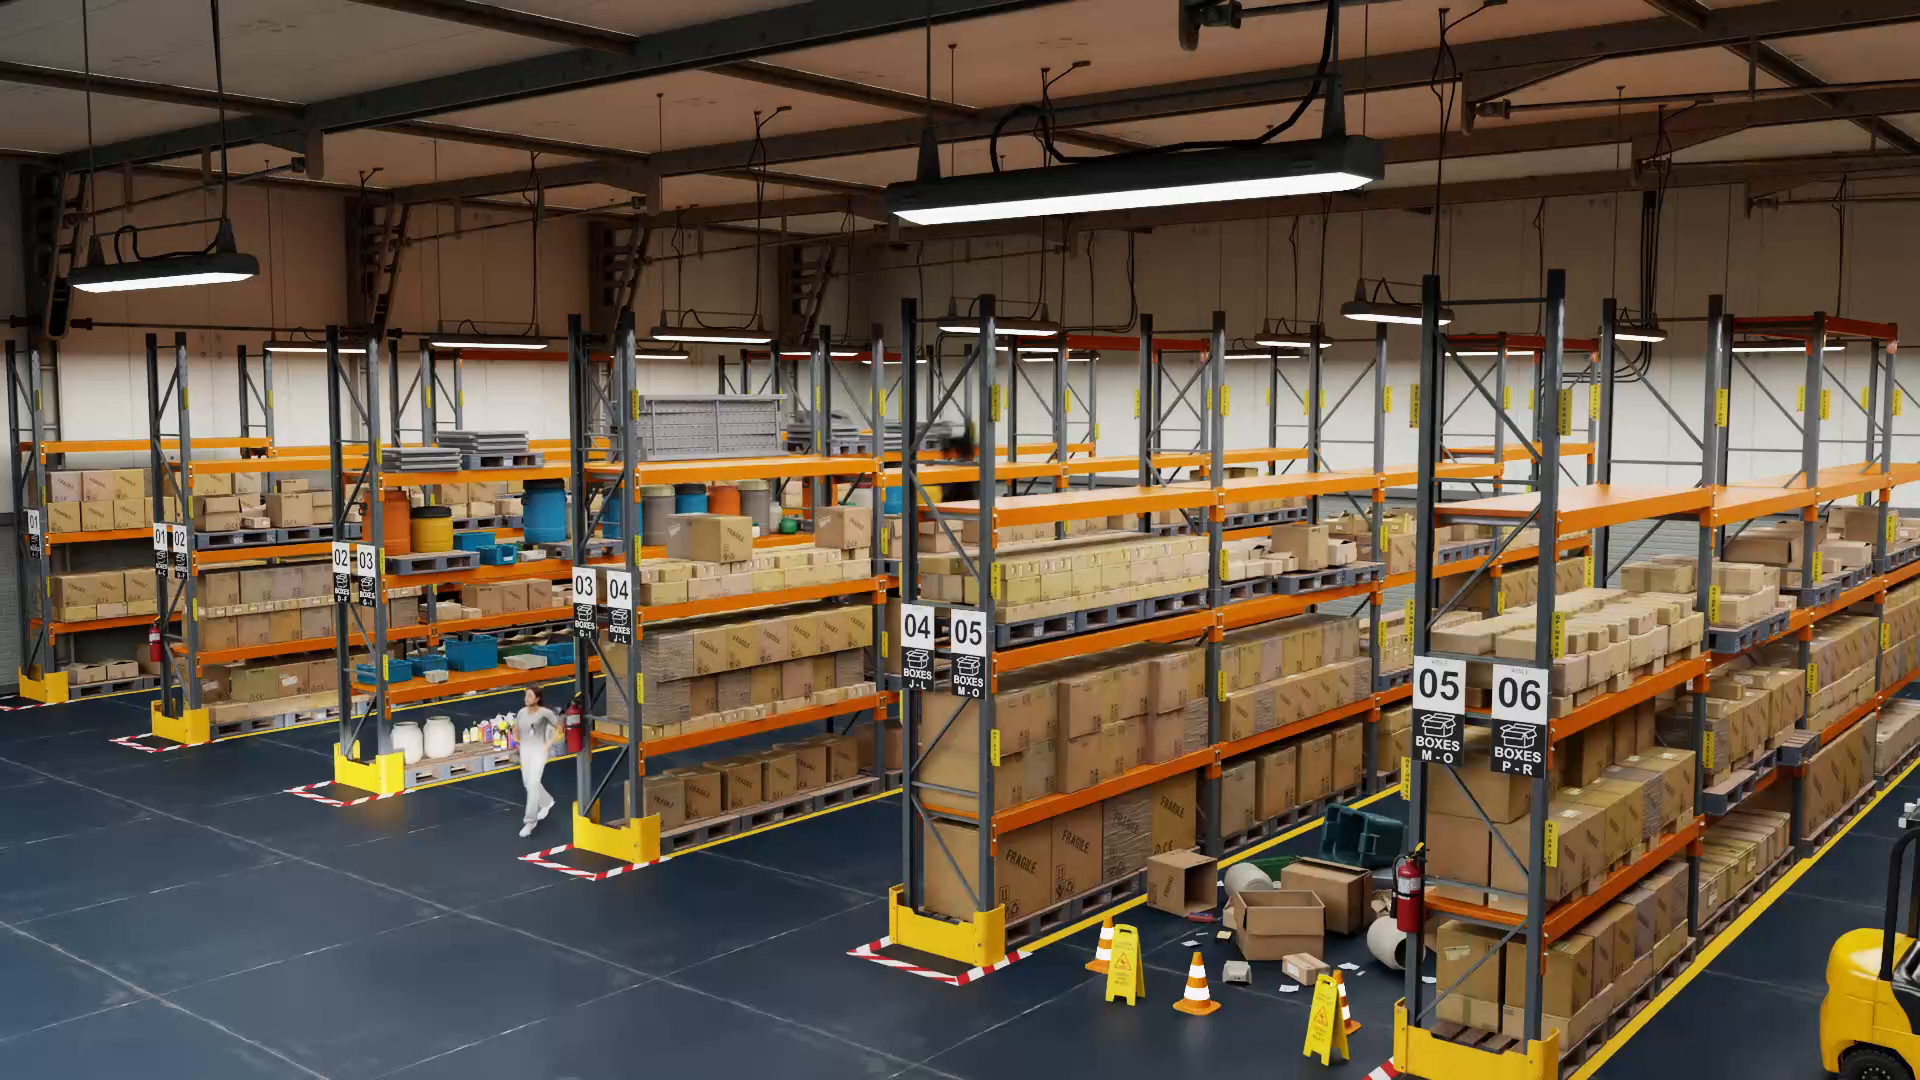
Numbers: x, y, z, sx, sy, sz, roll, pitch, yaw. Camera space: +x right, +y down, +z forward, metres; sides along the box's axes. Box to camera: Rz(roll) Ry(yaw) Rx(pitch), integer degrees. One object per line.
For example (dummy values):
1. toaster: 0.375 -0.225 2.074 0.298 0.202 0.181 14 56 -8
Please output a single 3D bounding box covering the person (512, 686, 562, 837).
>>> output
1. person: -5.023 2.529 19.662 0.557 1.642 0.750 2 6 23
